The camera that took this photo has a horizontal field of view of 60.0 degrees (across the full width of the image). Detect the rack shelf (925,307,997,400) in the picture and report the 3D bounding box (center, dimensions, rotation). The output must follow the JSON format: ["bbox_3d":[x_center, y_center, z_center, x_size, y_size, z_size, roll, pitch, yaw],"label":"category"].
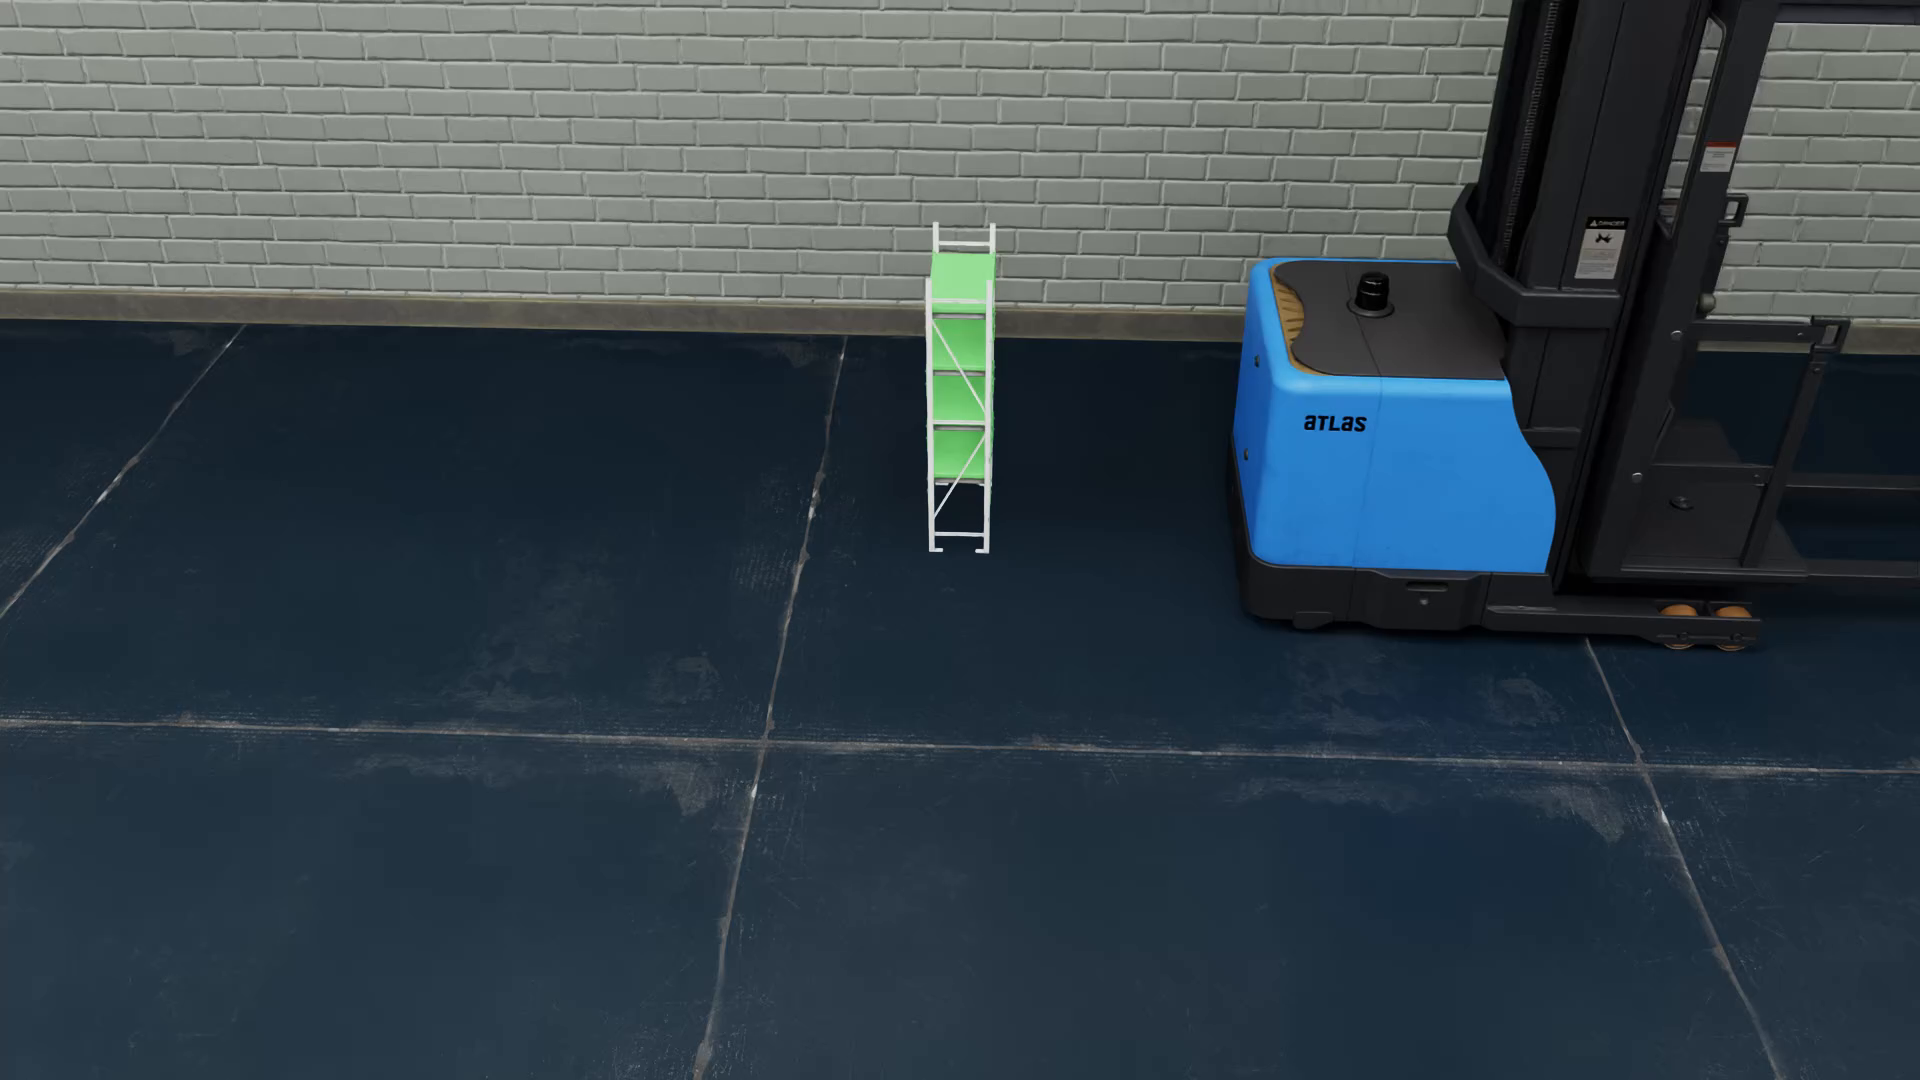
[{"bbox_3d":[0.007,-0.730,6.439,0.258,0.148,0.480,1,35,2],"label":"rack shelf"}]

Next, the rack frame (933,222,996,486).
[{"bbox_3d":[0.016,-0.726,6.740,0.240,1.200,0.015,1,35,2],"label":"rack frame"}]

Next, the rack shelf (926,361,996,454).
[{"bbox_3d":[0.007,-0.534,6.577,0.258,0.148,0.480,1,35,2],"label":"rack shelf"}]

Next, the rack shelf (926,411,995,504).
[{"bbox_3d":[0.007,-0.337,6.715,0.258,0.148,0.480,1,35,2],"label":"rack shelf"}]

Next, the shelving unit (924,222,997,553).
[{"bbox_3d":[0.007,-0.586,6.540,0.258,1.200,0.503,1,35,2],"label":"shelving unit"}]

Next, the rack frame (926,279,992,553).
[{"bbox_3d":[-0.003,-0.446,6.341,0.240,1.200,0.015,1,35,2],"label":"rack frame"}]

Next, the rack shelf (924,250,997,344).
[{"bbox_3d":[0.007,-0.926,6.301,0.258,0.148,0.480,1,35,2],"label":"rack shelf"}]

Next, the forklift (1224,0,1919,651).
[{"bbox_3d":[2.601,-1.104,5.772,3.031,2.935,1.130,2,35,2],"label":"forklift"}]
